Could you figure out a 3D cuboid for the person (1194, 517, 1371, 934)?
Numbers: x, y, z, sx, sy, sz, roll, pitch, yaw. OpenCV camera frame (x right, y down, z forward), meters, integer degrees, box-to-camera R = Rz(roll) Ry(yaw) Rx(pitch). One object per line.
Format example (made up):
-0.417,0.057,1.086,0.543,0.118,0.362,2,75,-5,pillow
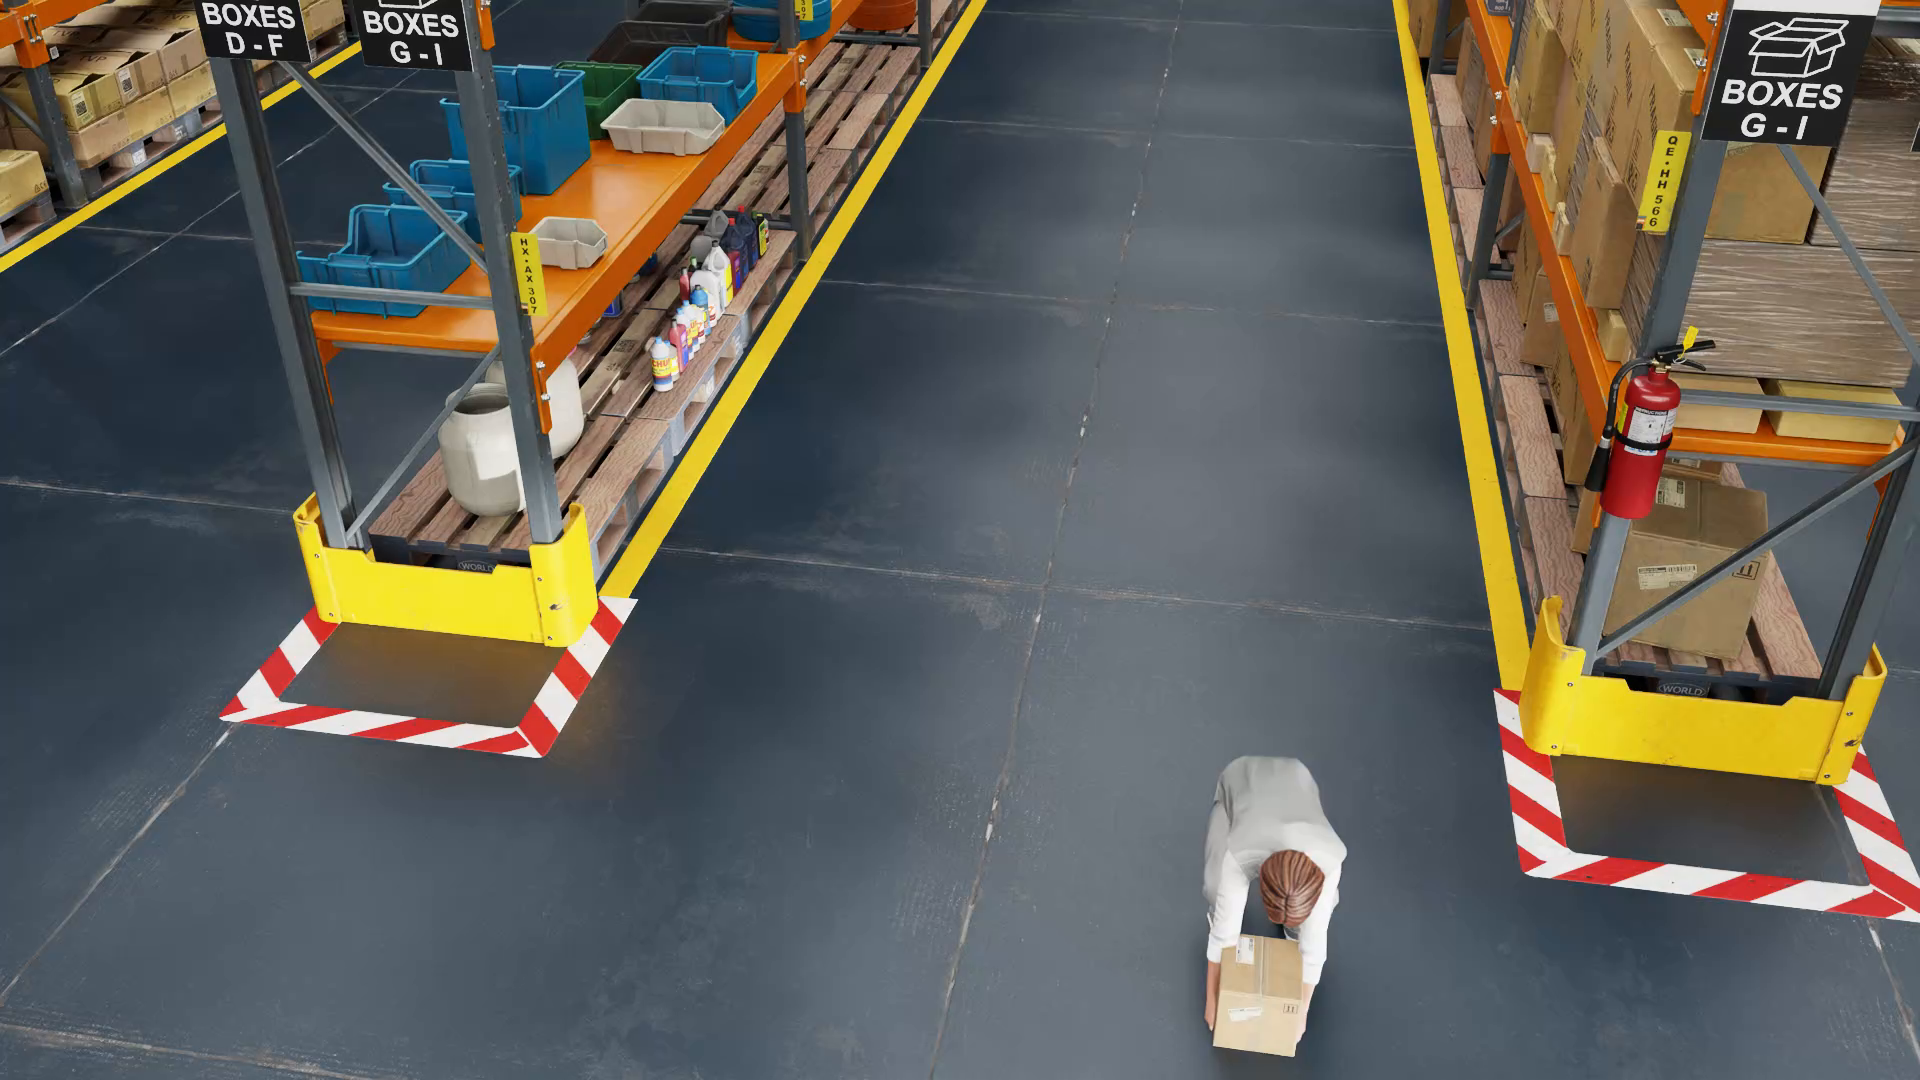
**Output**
1.033,0.589,5.236,0.464,1.591,0.343,4,33,6,person
